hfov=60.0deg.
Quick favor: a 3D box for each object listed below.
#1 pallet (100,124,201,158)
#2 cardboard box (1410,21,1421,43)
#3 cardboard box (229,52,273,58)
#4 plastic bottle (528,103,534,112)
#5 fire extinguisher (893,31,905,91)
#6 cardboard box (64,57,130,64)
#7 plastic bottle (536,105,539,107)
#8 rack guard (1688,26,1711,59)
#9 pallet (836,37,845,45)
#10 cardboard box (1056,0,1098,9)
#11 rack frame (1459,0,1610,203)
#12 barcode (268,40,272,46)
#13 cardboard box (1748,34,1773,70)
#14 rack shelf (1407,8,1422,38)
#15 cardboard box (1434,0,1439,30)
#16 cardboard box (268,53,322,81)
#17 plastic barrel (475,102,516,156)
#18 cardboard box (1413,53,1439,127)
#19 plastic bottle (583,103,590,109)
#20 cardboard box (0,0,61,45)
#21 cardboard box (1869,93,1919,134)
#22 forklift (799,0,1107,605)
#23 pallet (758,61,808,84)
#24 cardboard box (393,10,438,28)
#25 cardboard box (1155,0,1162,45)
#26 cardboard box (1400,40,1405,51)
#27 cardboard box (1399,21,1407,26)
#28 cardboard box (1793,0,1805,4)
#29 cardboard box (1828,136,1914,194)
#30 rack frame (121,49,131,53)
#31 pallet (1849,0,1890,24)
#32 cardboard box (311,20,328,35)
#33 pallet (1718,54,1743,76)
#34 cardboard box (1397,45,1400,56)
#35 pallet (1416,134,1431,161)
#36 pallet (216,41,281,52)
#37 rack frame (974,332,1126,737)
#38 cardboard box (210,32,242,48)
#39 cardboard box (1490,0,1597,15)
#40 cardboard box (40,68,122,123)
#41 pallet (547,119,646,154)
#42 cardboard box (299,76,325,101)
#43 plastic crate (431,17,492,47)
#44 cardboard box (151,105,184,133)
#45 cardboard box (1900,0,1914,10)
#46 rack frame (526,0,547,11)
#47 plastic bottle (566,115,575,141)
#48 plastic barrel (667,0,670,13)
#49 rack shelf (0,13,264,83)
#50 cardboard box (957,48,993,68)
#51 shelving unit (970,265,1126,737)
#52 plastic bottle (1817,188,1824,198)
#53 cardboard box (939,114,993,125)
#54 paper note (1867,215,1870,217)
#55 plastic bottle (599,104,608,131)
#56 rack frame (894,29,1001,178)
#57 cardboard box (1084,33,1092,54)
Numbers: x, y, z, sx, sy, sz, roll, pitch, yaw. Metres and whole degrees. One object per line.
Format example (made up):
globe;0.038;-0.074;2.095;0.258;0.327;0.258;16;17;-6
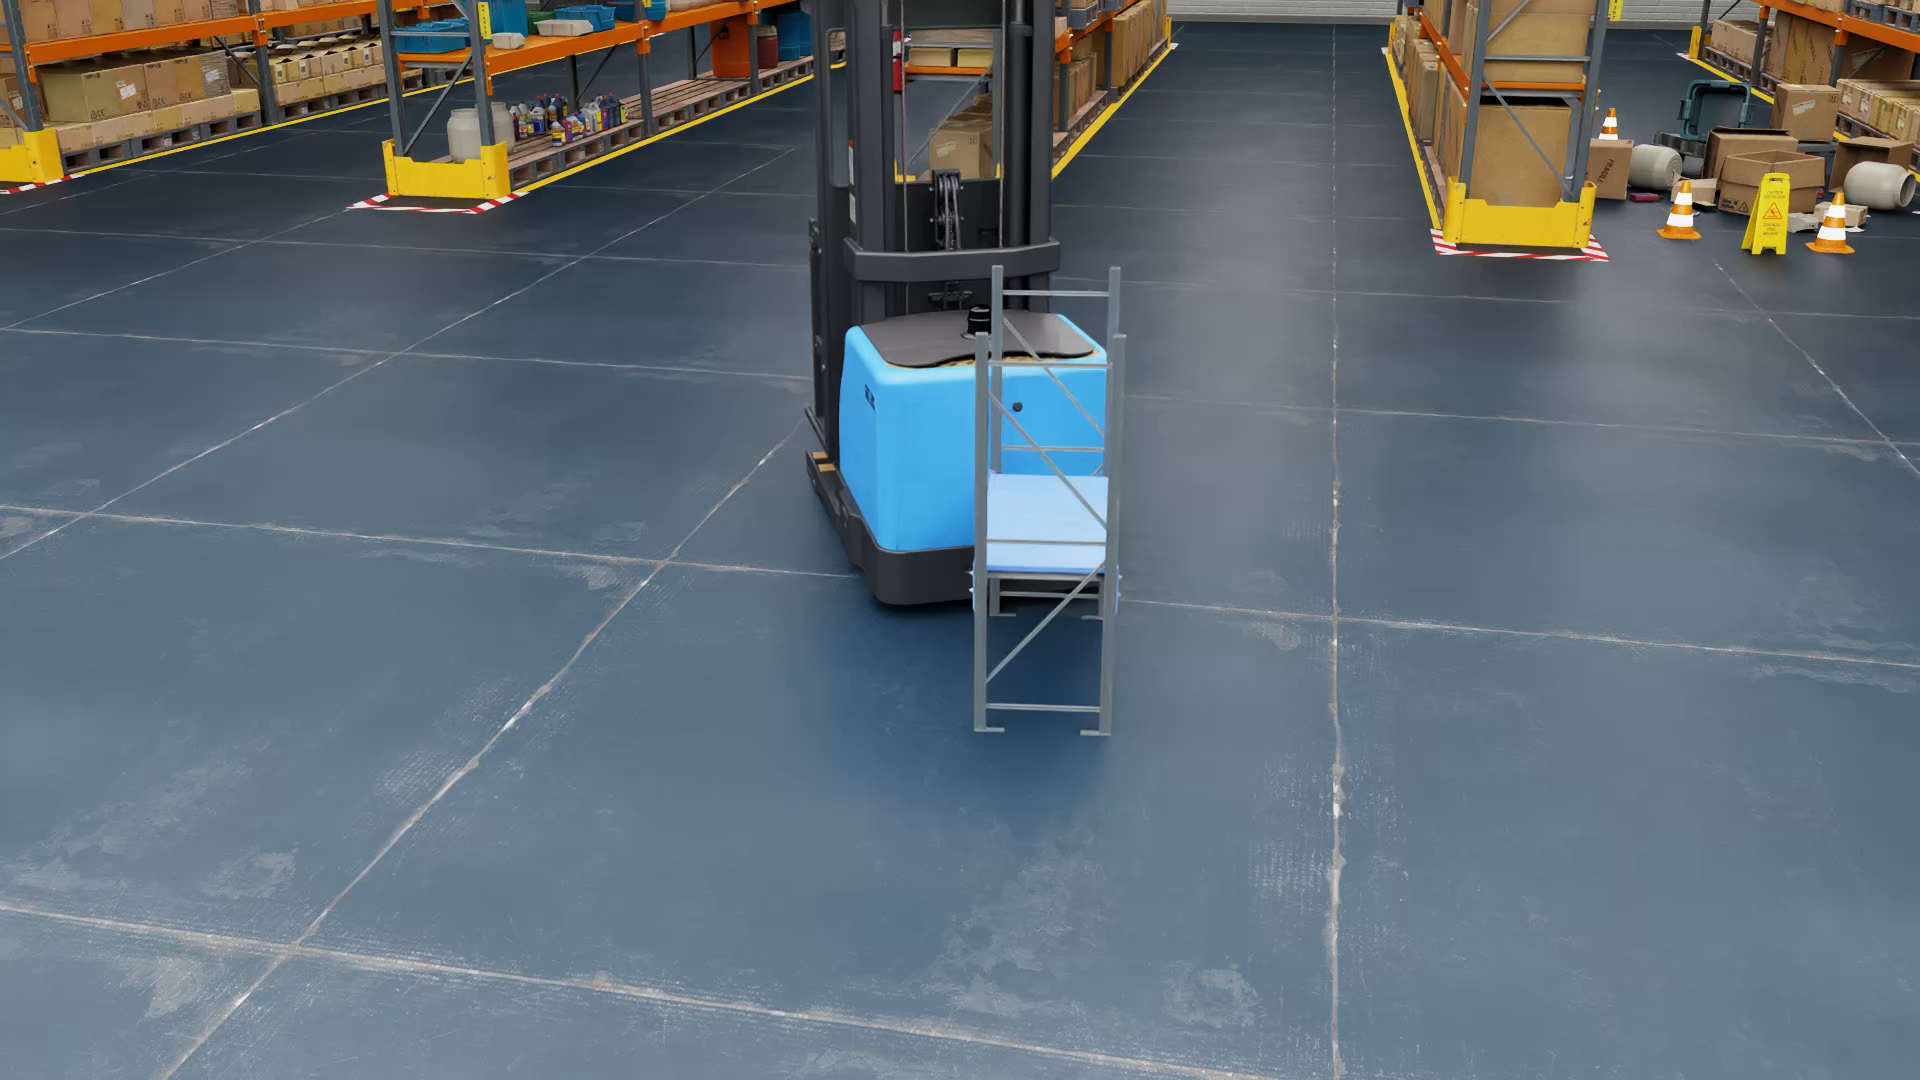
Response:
pallet;-9.436;-4.554;18.878;1.003;0.211;1.213;4;22;11
cardboard box;6.555;-7.089;23.219;0.500;0.250;0.500;5;23;13
cardboard box;-9.084;-6.123;21.409;0.500;0.311;0.500;5;22;12
plastic bottle;-4.821;-4.758;18.699;0.061;0.283;0.133;5;23;13
fire extinguisher;-0.580;-4.321;14.670;0.296;0.674;0.183;4;22;11
cardboard box;-9.691;-5.155;18.753;0.500;0.500;0.500;4;22;11
plastic bottle;-4.740;-4.753;18.703;0.097;0.271;0.097;0;22;0
rack guard;12.866;-8.309;27.814;1.175;0.500;0.348;4;22;11
pallet;-2.146;-8.555;28.814;1.003;0.211;1.213;4;22;11
cardboard box;1.010;-6.579;18.809;1.000;1.000;1.000;5;22;11
rack frame;4.730;-3.948;13.641;1.000;3.000;0.127;4;22;11
barcode;-8.526;-6.134;20.541;0.001;0.075;0.075;4;22;11
cardboard box;12.278;-7.224;24.643;0.875;0.438;0.875;4;22;10
rack shelf;6.770;-7.272;22.857;1.077;0.370;4.000;4;22;11
cardboard box;5.494;-5.853;18.238;0.500;0.500;0.500;4;22;10
cardboard box;-8.550;-6.077;21.295;0.500;0.311;0.500;4;22;10
plastic barrel;-4.792;-4.211;17.063;0.421;0.512;0.421;0;22;0
cardboard box;5.785;-5.149;19.072;1.050;0.750;0.750;4;22;11
plastic bottle;-4.176;-4.819;18.860;0.152;0.276;0.135;4;22;11
cardboard box;-9.694;-5.336;16.953;0.700;0.500;0.500;4;22;11
cardboard box;10.801;-4.756;18.603;0.950;0.372;0.625;5;23;13
forklift;-0.174;-1.606;7.917;1.130;2.935;3.031;-5;22;-13
pallet;-2.950;-7.109;25.223;1.003;0.211;1.213;4;22;11
cardboard box;-8.201;-7.819;25.005;0.500;0.250;0.500;5;23;13
cardboard box;2.922;-8.851;28.097;0.875;0.875;0.875;4;22;11
cardboard box;6.975;-7.586;25.531;0.380;0.149;0.250;3;22;8
cardboard box;7.306;-8.299;26.903;0.380;0.149;0.250;5;22;12
cardboard box;11.362;-7.228;21.987;0.500;0.250;0.500;4;22;10
cardboard box;8.862;-3.624;16.180;0.500;0.500;0.500;-16;27;-35
rack frame;-13.020;-8.422;24.749;1.000;3.000;0.127;4;22;11
pallet;11.188;-6.176;19.429;1.213;0.211;1.003;4;22;11
cardboard box;-11.845;-9.369;29.885;0.700;0.500;0.500;4;22;10
pallet;12.524;-7.422;26.001;1.003;0.211;1.213;4;22;11
cardboard box;7.136;-7.757;26.353;0.380;0.149;0.250;4;22;11
pallet;5.630;-4.405;18.510;1.003;0.211;1.213;4;22;11
pallet;-12.287;-8.303;28.188;1.003;0.211;1.213;4;22;11
rack frame;0.302;0.012;5.817;0.500;1.500;0.032;2;22;4
cardboard box;-12.388;-8.509;27.282;0.750;0.750;0.750;5;23;13
cardboard box;4.844;-4.651;13.741;0.875;0.550;0.550;4;22;11
cardboard box;-9.375;-4.749;17.745;0.500;0.500;0.500;4;22;11
pallet;-4.315;-4.668;19.161;1.003;0.211;1.213;4;22;11
cardboard box;-8.555;-5.817;21.401;0.500;0.250;0.500;5;22;12
plastic crate;-5.006;-5.115;16.737;0.499;0.251;0.408;4;22;11
cardboard box;-9.167;-4.767;18.792;0.500;0.250;0.500;4;22;11
cardboard box;10.603;-5.920;18.311;0.380;0.149;0.250;5;23;13
rack frame;-7.354;-9.508;27.447;1.000;3.000;0.127;4;22;11
plastic bottle;-4.209;-4.444;17.936;0.097;0.271;0.097;0;22;0
plastic barrel;-3.717;-6.612;20.440;0.301;0.262;0.301;0;22;0
rack shelf;-9.394;-5.517;18.501;1.077;0.370;4.000;4;22;11
cardboard box;0.187;-4.333;14.933;0.380;0.149;0.250;4;22;11
shelving unit;0.338;-0.178;6.287;0.538;1.500;1.048;2;22;4
plastic bottle;8.313;-3.379;16.161;0.133;0.061;0.283;8;23;20
cardboard box;0.127;-3.847;16.174;0.500;0.500;0.500;11;24;25
paper note;8.299;-2.971;15.216;0.032;0.001;0.123;4;22;11
plastic bottle;-4.018;-4.757;18.698;0.061;0.283;0.133;6;23;14
rack frame;-0.105;-4.363;14.672;1.000;3.000;0.127;4;22;11
cardboard box;1.420;-6.434;21.567;0.500;0.250;0.500;5;23;13
